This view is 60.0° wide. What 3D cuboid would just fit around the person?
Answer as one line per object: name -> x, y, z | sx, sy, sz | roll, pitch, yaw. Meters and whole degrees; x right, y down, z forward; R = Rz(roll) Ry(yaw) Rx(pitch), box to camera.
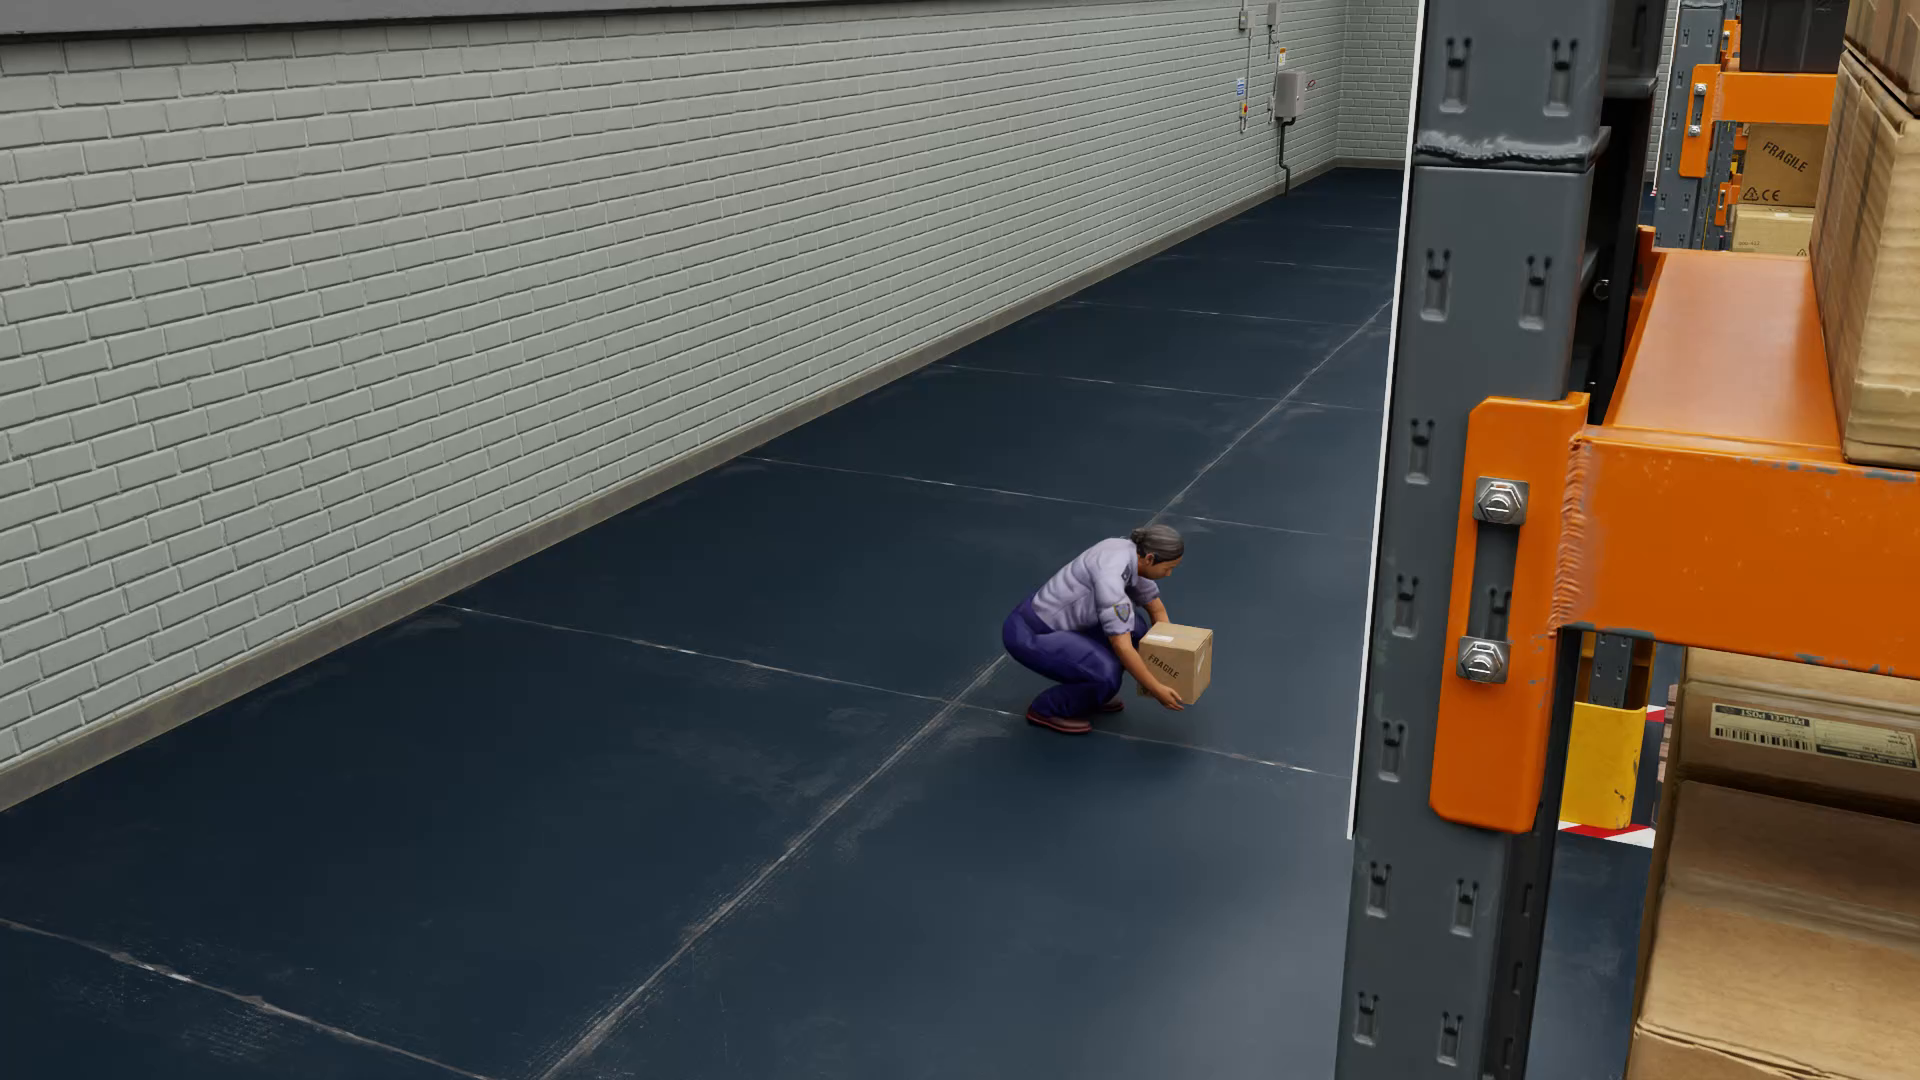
person -> 0.611, 0.359, 7.185 | 0.827, 0.919, 0.536 | 8, 21, 23
